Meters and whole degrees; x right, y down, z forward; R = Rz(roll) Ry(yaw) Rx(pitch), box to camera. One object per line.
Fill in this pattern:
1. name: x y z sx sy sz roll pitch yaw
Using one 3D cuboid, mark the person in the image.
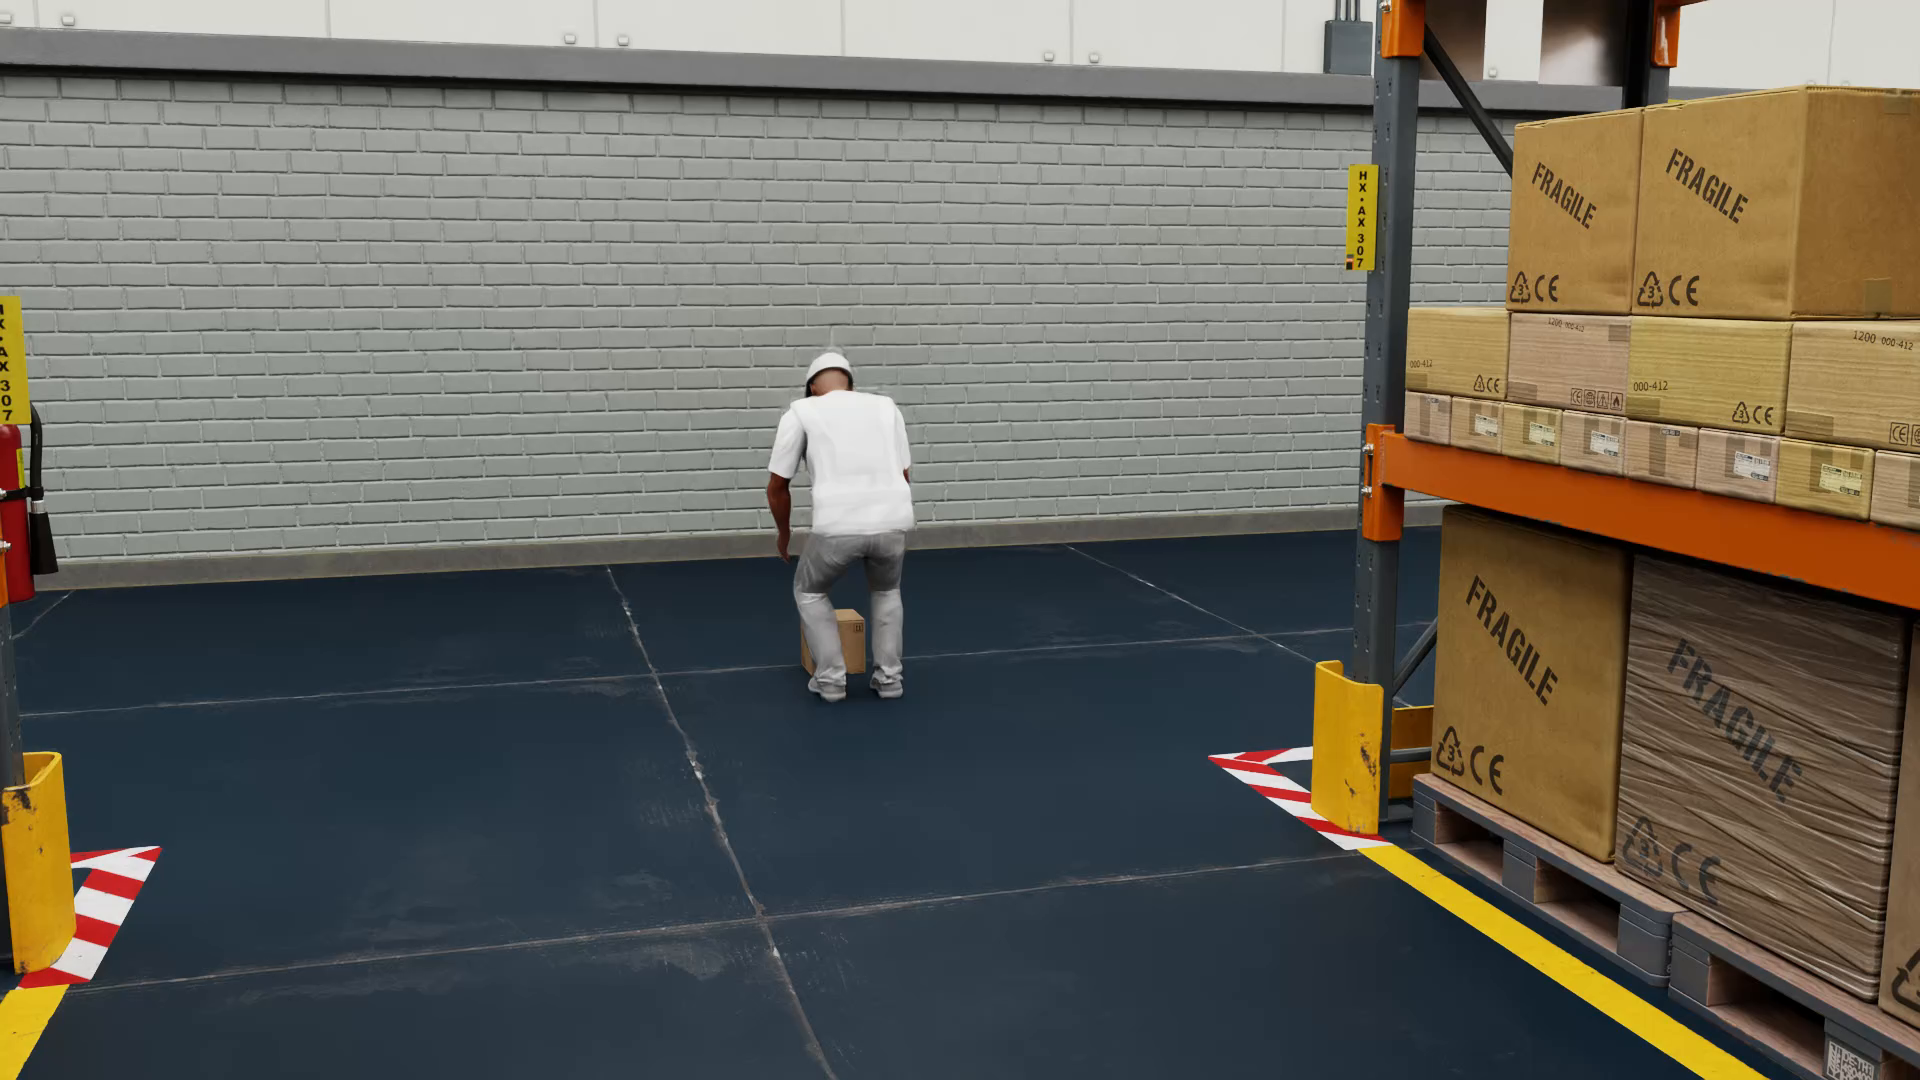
1. person: -0.499 -0.061 7.135 0.630 1.461 0.728 -3 10 -16
